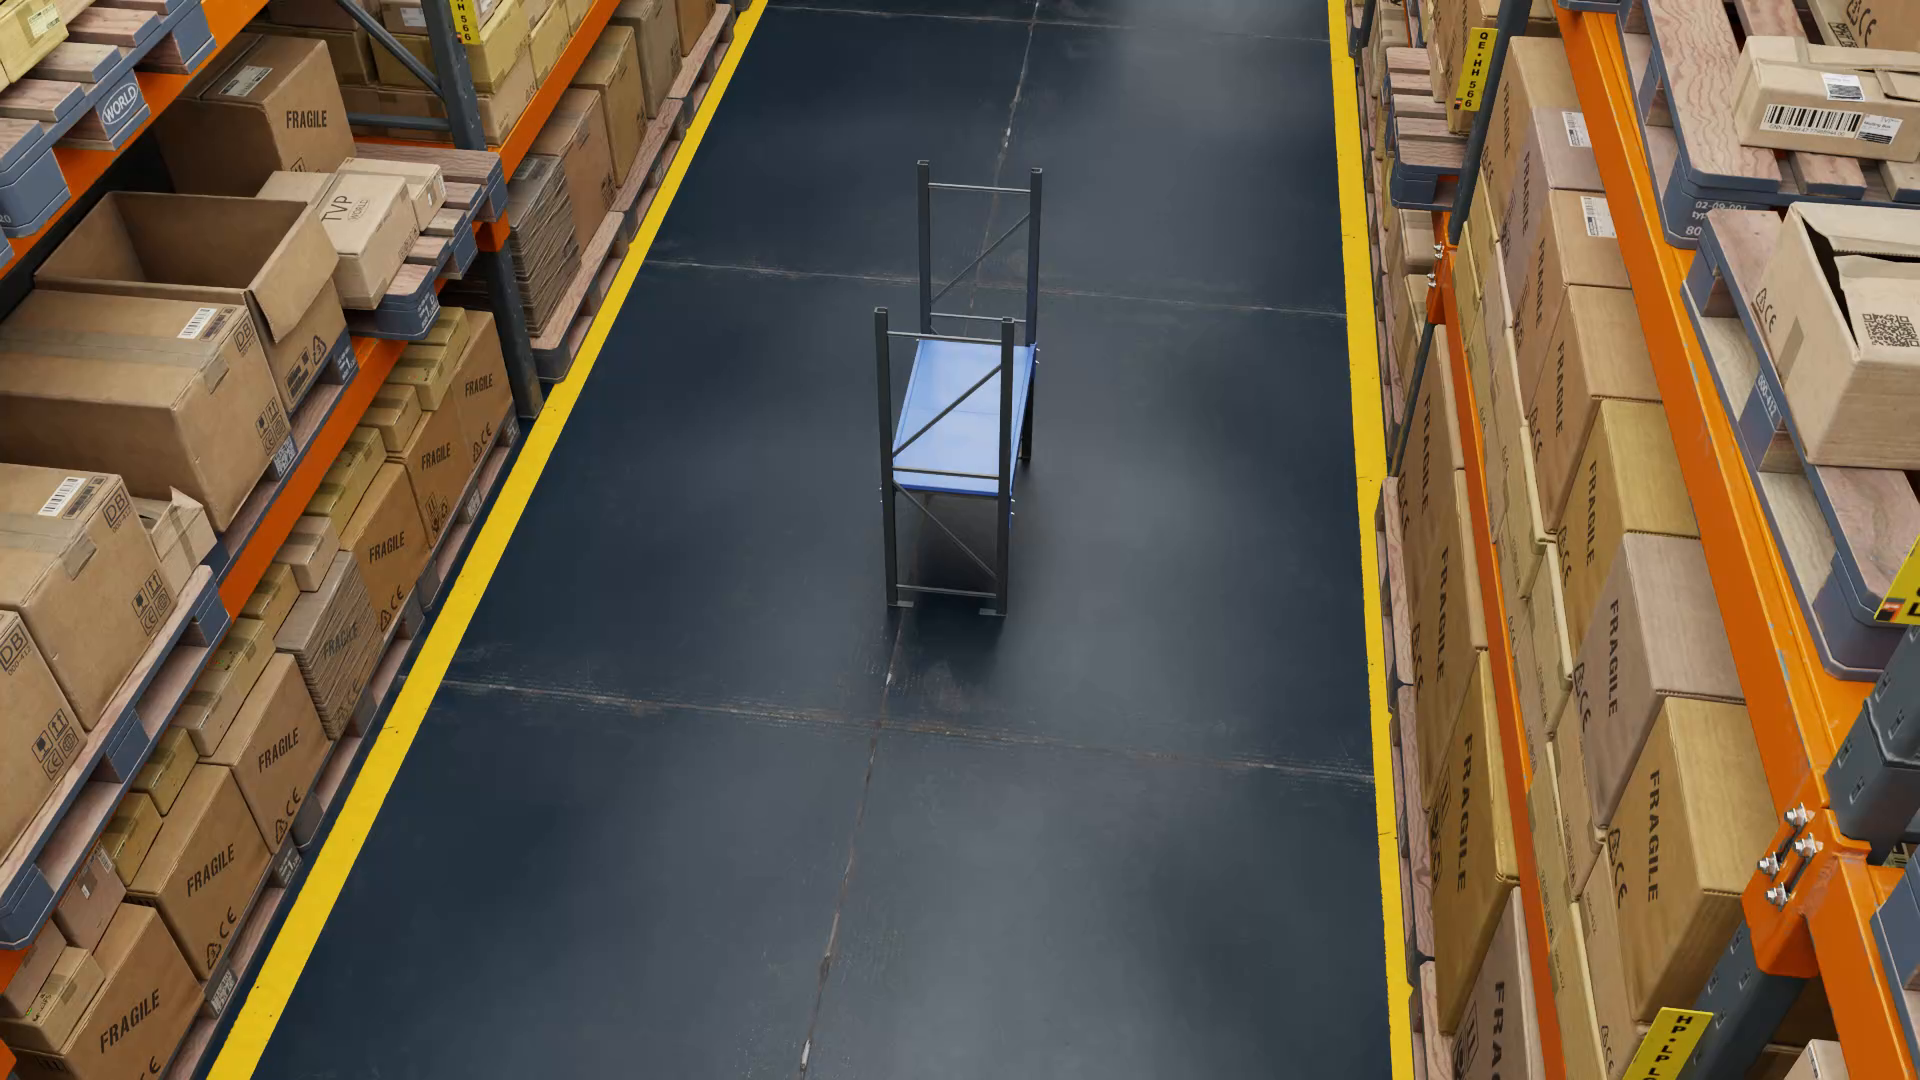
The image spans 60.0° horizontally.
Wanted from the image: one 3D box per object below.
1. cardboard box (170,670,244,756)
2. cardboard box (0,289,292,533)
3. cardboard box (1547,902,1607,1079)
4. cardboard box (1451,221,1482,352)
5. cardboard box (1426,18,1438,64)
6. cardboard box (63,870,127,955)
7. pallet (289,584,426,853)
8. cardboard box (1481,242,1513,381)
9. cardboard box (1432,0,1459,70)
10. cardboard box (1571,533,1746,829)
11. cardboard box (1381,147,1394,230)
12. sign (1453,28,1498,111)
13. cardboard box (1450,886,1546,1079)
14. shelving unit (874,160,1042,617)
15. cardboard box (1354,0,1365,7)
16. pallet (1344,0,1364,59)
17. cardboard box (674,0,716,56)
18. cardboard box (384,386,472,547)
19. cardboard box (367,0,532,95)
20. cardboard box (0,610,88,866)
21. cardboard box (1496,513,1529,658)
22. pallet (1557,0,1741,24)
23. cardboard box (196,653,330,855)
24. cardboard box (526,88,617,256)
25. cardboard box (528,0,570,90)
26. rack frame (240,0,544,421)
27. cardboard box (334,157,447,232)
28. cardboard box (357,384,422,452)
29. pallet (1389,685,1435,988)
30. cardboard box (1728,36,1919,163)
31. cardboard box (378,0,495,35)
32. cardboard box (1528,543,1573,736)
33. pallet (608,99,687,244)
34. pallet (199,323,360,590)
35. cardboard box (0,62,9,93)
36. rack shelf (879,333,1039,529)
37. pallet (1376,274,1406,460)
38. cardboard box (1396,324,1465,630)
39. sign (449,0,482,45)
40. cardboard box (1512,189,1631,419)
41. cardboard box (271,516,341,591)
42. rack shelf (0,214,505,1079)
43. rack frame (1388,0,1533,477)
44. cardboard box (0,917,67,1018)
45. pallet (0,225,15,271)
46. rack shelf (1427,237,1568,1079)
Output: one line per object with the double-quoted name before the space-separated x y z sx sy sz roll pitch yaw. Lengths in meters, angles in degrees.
"cardboard box" -2.629 0.559 5.518 0.380 0.149 0.250 5 44 5
"cardboard box" -2.557 -0.399 5.112 0.700 0.500 0.500 5 44 5
"cardboard box" 1.715 1.161 3.951 0.500 0.250 0.500 4 44 5
"cardboard box" 2.120 -0.926 6.155 0.500 0.250 0.500 5 44 5
"cardboard box" 2.238 -2.133 7.198 0.380 0.149 0.250 3 44 4
"cardboard box" -2.744 1.090 4.958 0.380 0.149 0.250 4 44 4
"pallet" -2.786 0.608 6.455 1.003 0.211 1.213 5 44 6
"cardboard box" 2.053 -0.743 5.598 0.500 0.250 0.500 6 44 7
"cardboard box" 2.276 -2.276 6.878 0.500 0.500 0.500 5 44 5
"cardboard box" 1.777 0.355 3.893 0.500 0.500 0.500 6 44 6
"cardboard box" 2.714 -1.893 8.674 0.950 0.372 0.625 7 44 7
"sign" 1.895 -1.725 6.106 0.100 0.325 0.005 5 44 6
"cardboard box" 1.908 1.625 4.593 0.875 0.875 0.875 6 44 7
"shelving unit" 0.011 -0.603 6.796 0.538 1.500 1.048 5 44 6
"cardboard box" 2.775 -3.598 10.563 0.500 0.250 0.500 7 44 7
"pallet" 3.017 -3.465 10.756 1.003 0.211 1.213 5 44 6
"cardboard box" -2.015 -3.399 10.080 0.875 0.625 0.625 7 44 7
"cardboard box" -2.406 -0.336 6.936 0.500 0.500 0.500 5 44 5
"cardboard box" -2.161 -2.144 7.079 0.500 0.250 0.500 5 44 5
"cardboard box" -2.729 0.489 4.174 0.700 0.500 0.500 6 44 7
"cardboard box" 1.933 0.120 5.051 0.500 0.250 0.500 5 44 6
"pallet" 2.402 -1.868 4.997 1.213 0.211 1.003 7 44 7
"cardboard box" -2.597 0.729 5.811 0.500 0.500 0.500 4 44 4
"cardboard box" -2.312 -1.899 8.496 0.875 0.625 0.625 7 44 7
"cardboard box" -2.114 -2.307 7.614 0.500 0.250 0.500 4 44 5
"rack frame" -2.486 -1.739 6.905 1.000 3.000 0.127 5 44 6
"cardboard box" -2.193 -1.318 6.338 0.380 0.149 0.250 6 44 6
"cardboard box" -2.384 -0.496 6.633 0.380 0.149 0.250 4 44 4
"pallet" 2.092 1.081 5.954 1.003 0.211 1.213 5 44 6
"cardboard box" 2.007 -1.024 3.832 0.380 0.166 0.250 9 44 9
"cardboard box" -2.152 -2.202 6.849 0.380 0.149 0.250 6 44 7
"cardboard box" 1.844 0.291 4.507 0.500 0.250 0.500 6 44 7
"pallet" -2.175 -2.113 9.328 1.003 0.211 1.213 5 44 6
"pallet" -2.739 -0.344 5.571 1.003 0.211 1.213 5 44 6
"cardboard box" -2.449 -1.064 3.815 0.380 0.149 0.250 5 44 5
"rack shelf" 0.011 -0.472 6.919 0.538 0.185 1.000 5 44 6
"pallet" 2.539 -0.811 7.953 1.003 0.211 1.213 5 44 6
"cardboard box" 2.261 -0.209 6.528 0.875 0.875 0.875 5 44 5
"sign" -1.947 -2.088 6.489 0.100 0.325 0.005 5 44 6
"cardboard box" 1.987 -0.686 4.993 0.500 0.500 0.500 6 44 7
"cardboard box" -2.504 0.041 6.066 0.380 0.149 0.250 3 44 4
"rack shelf" -2.751 -0.115 5.713 1.077 0.370 4.000 5 44 6
"rack frame" 2.434 -1.291 6.432 1.000 3.000 0.127 5 44 6
"cardboard box" -2.764 1.172 4.655 0.380 0.149 0.250 5 44 5
"pallet" -2.859 -0.472 3.522 1.213 0.211 1.003 5 44 6
"rack shelf" 2.170 0.334 5.239 1.077 0.370 4.000 5 44 6
